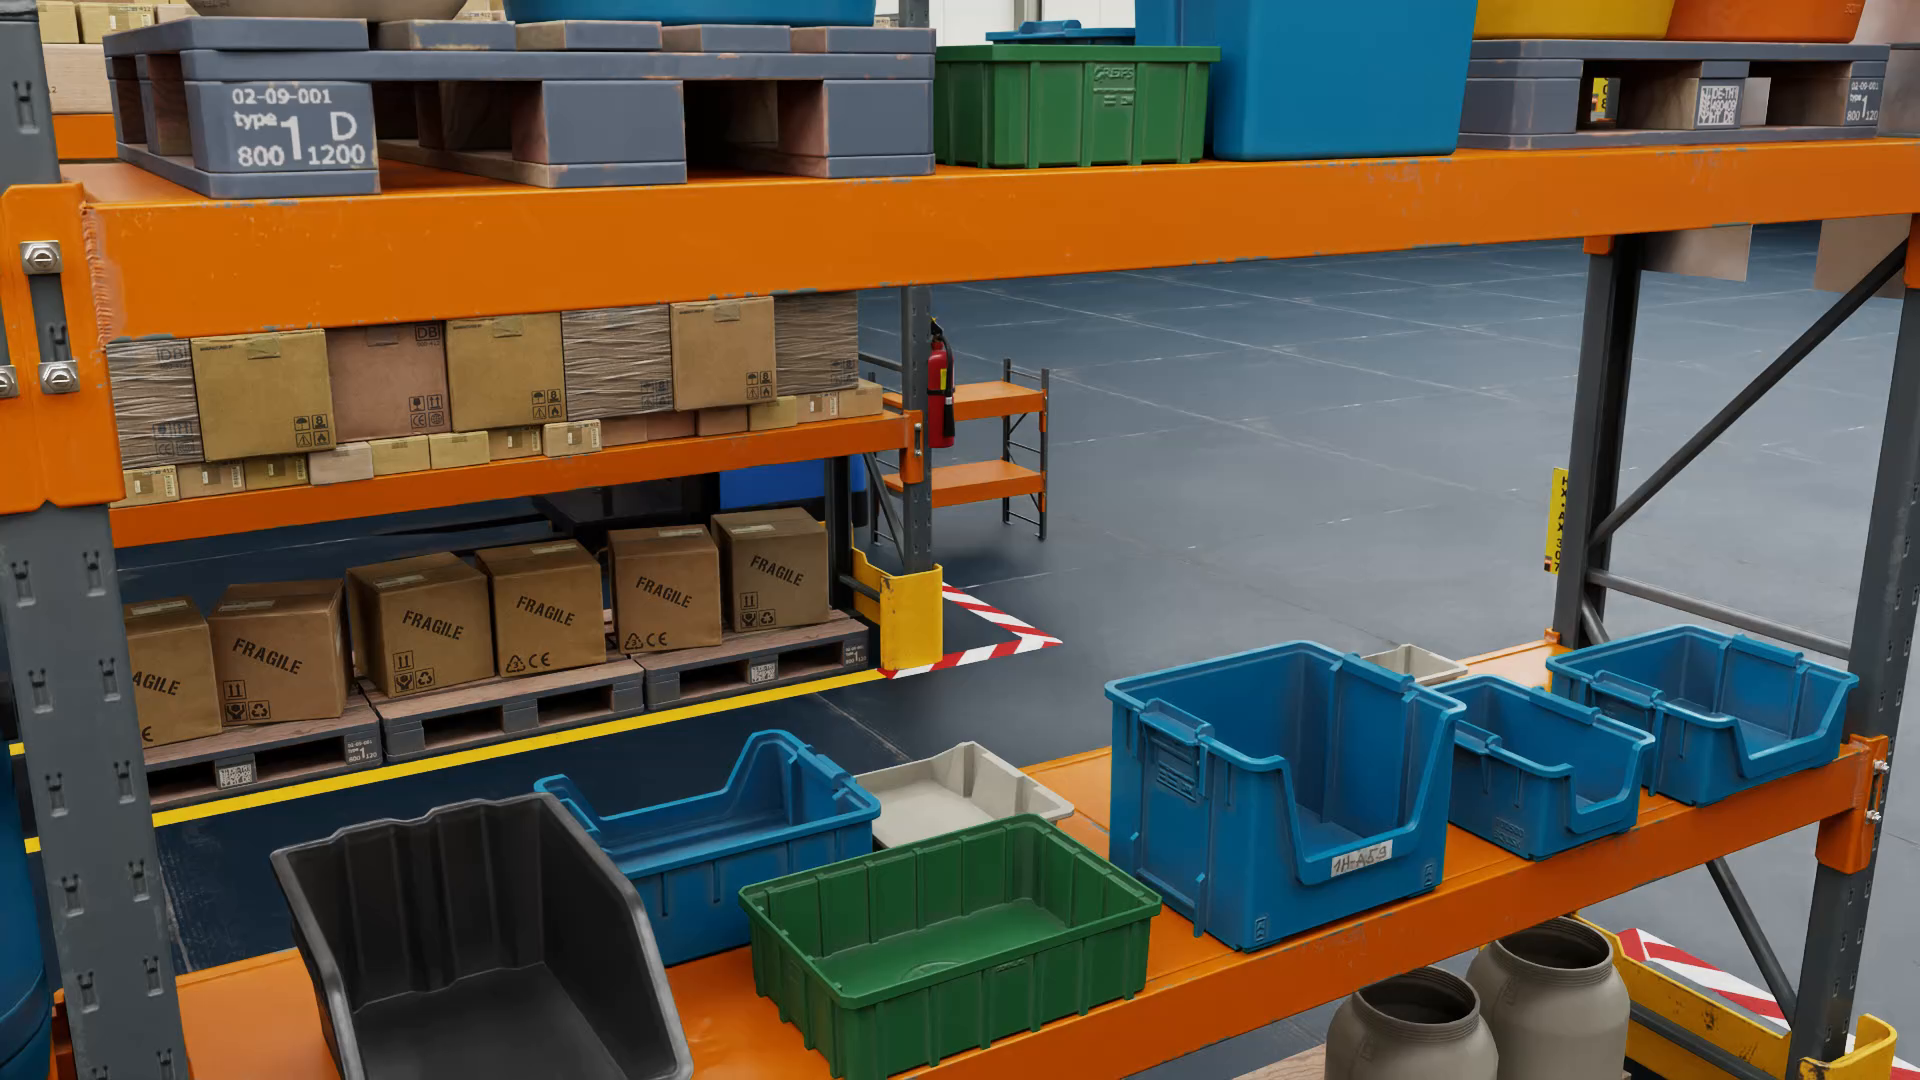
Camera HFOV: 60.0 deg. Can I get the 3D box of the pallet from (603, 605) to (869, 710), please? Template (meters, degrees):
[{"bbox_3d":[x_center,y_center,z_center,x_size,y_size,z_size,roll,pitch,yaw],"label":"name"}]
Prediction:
[{"bbox_3d":[-1.230,0.521,8.658,1.213,0.211,1.003,-9,18,-30],"label":"pallet"}]

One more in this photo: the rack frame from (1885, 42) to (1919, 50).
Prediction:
[{"bbox_3d":[2.101,-2.679,3.796,0.127,3.000,1.000,-9,18,-30],"label":"rack frame"}]

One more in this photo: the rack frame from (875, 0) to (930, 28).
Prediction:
[{"bbox_3d":[-0.450,-3.825,7.884,0.127,3.000,1.000,-9,18,-30],"label":"rack frame"}]

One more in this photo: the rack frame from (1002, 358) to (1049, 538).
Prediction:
[{"bbox_3d":[0.430,-0.611,11.007,0.032,1.125,0.500,-9,18,-30],"label":"rack frame"}]

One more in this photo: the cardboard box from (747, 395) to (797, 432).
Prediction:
[{"bbox_3d":[-0.990,-0.647,8.126,0.250,0.149,0.380,-9,18,-30],"label":"cardboard box"}]

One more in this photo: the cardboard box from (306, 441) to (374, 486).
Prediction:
[{"bbox_3d":[-2.674,-0.355,7.084,0.250,0.149,0.380,-9,18,-30],"label":"cardboard box"}]

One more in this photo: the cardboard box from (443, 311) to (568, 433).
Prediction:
[{"bbox_3d":[-2.188,-0.834,7.592,0.500,0.500,0.875,-9,18,-30],"label":"cardboard box"}]

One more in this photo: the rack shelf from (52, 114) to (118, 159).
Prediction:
[{"bbox_3d":[-2.164,-1.756,7.394,4.000,0.370,1.077,-9,18,-30],"label":"rack shelf"}]

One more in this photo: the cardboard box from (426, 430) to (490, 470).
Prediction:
[{"bbox_3d":[-2.261,-0.431,7.357,0.250,0.149,0.380,-9,18,-30],"label":"cardboard box"}]

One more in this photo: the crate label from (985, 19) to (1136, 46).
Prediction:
[{"bbox_3d":[0.326,-0.980,3.565,0.408,0.251,0.502,-9,18,-30],"label":"crate label"}]

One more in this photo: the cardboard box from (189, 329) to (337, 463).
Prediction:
[{"bbox_3d":[-3.015,-0.681,7.047,0.500,0.500,0.875,-9,18,-30],"label":"cardboard box"}]

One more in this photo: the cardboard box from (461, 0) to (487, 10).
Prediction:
[{"bbox_3d":[-3.623,-3.662,11.622,0.500,0.250,0.500,-9,18,-30],"label":"cardboard box"}]

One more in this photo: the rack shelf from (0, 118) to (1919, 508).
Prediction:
[{"bbox_3d":[0.386,-0.610,3.306,4.000,0.370,1.077,-9,18,-30],"label":"rack shelf"}]

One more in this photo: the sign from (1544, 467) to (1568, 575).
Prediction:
[{"bbox_3d":[1.821,-0.052,5.024,0.005,0.325,0.100,-9,18,-30],"label":"sign"}]

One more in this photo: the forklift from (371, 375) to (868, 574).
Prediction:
[{"bbox_3d":[-2.147,-1.364,10.344,3.031,2.935,1.130,-9,18,-28],"label":"forklift"}]

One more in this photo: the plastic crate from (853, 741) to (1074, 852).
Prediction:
[{"bbox_3d":[-0.067,0.608,3.672,0.437,0.136,0.530,-9,18,-30],"label":"plastic crate"}]

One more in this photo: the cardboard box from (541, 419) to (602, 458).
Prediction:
[{"bbox_3d":[-1.820,-0.495,7.585,0.250,0.149,0.380,-9,18,-30],"label":"cardboard box"}]

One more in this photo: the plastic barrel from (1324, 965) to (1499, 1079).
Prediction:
[{"bbox_3d":[1.146,1.384,4.246,0.421,0.512,0.421,0,16,0],"label":"plastic barrel"}]

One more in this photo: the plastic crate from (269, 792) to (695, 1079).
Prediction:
[{"bbox_3d":[-0.814,0.752,2.785,0.504,0.338,0.767,-9,18,-30],"label":"plastic crate"}]

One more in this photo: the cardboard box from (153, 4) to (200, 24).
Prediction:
[{"bbox_3d":[-3.004,-2.004,6.484,0.250,0.149,0.380,-9,18,-29],"label":"cardboard box"}]

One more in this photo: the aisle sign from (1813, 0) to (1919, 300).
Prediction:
[{"bbox_3d":[2.315,-0.984,4.045,0.004,0.787,0.394,-9,18,-30],"label":"aisle sign"}]

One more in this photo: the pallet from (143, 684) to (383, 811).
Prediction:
[{"bbox_3d":[-3.321,0.861,7.448,1.213,0.211,1.003,-9,18,-30],"label":"pallet"}]

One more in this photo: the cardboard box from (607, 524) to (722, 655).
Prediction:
[{"bbox_3d":[-1.489,0.239,8.354,0.500,0.500,0.500,-4,16,-15],"label":"cardboard box"}]

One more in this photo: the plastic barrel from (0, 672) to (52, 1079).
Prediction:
[{"bbox_3d":[-1.815,0.508,2.613,0.708,0.901,0.600,-9,18,-30],"label":"plastic barrel"}]

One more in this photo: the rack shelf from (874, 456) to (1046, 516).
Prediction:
[{"bbox_3d":[-0.006,-0.305,10.821,1.000,0.278,0.538,-9,18,-30],"label":"rack shelf"}]

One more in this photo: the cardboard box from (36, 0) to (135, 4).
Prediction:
[{"bbox_3d":[-3.624,-2.378,6.617,0.500,0.500,0.500,-10,18,-31],"label":"cardboard box"}]

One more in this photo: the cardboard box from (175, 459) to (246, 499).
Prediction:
[{"bbox_3d":[-3.119,-0.293,6.862,0.250,0.149,0.380,-9,18,-30],"label":"cardboard box"}]

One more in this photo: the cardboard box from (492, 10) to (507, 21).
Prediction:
[{"bbox_3d":[-1.905,-2.183,7.123,0.250,0.149,0.380,-10,19,-33],"label":"cardboard box"}]

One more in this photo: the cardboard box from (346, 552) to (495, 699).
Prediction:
[{"bbox_3d":[-2.537,0.389,7.819,0.500,0.500,0.500,-11,19,-35],"label":"cardboard box"}]

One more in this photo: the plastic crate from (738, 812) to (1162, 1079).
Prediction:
[{"bbox_3d":[-0.019,0.744,3.091,0.662,0.188,0.450,-9,18,-30],"label":"plastic crate"}]

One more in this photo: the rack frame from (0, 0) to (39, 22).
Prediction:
[{"bbox_3d":[-1.328,-2.123,1.812,0.127,3.000,1.000,-9,18,-30],"label":"rack frame"}]

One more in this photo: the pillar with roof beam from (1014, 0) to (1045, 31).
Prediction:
[{"bbox_3d":[3.329,-8.050,22.954,0.400,9.000,9.100,-9,18,-30],"label":"pillar with roof beam"}]

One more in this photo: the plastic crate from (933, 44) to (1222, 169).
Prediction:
[{"bbox_3d":[0.165,-0.733,2.803,0.450,0.188,0.336,-9,18,-30],"label":"plastic crate"}]

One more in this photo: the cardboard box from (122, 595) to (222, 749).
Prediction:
[{"bbox_3d":[-3.515,0.575,7.156,0.500,0.500,0.500,-10,18,-31],"label":"cardboard box"}]

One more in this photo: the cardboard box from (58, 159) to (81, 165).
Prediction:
[{"bbox_3d":[-6.013,-2.178,10.842,0.550,0.550,0.875,-9,18,-30],"label":"cardboard box"}]

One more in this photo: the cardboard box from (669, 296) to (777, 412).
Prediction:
[{"bbox_3d":[-1.303,-0.961,8.043,0.500,0.500,0.875,-9,18,-30],"label":"cardboard box"}]

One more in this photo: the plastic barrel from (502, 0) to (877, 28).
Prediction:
[{"bbox_3d":[-0.420,-1.236,2.498,0.708,0.901,0.600,-9,18,-30],"label":"plastic barrel"}]

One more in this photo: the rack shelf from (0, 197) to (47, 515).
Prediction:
[{"bbox_3d":[-3.042,-0.054,1.322,4.000,0.370,1.077,-9,18,-30],"label":"rack shelf"}]

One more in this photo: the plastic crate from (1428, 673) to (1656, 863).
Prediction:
[{"bbox_3d":[1.266,0.509,3.813,0.408,0.251,0.499,-9,18,-30],"label":"plastic crate"}]

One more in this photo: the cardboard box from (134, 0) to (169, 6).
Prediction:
[{"bbox_3d":[-5.352,-3.381,10.622,0.500,0.250,0.500,-9,18,-30],"label":"cardboard box"}]

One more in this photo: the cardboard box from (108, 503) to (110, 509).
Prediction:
[{"bbox_3d":[-3.540,-0.220,6.602,0.250,0.149,0.380,-9,18,-30],"label":"cardboard box"}]

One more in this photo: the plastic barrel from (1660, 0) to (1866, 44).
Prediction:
[{"bbox_3d":[1.750,-1.547,3.740,0.708,0.830,0.600,-9,18,-30],"label":"plastic barrel"}]

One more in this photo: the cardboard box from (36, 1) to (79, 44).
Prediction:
[{"bbox_3d":[-3.442,-1.918,6.178,0.250,0.149,0.380,-10,18,-31],"label":"cardboard box"}]

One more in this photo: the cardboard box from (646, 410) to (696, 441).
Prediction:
[{"bbox_3d":[-1.448,-0.591,7.925,0.250,0.149,0.380,-9,18,-30],"label":"cardboard box"}]

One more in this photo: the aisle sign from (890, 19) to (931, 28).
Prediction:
[{"bbox_3d":[-0.242,-2.127,8.126,0.004,0.787,0.394,-9,18,-30],"label":"aisle sign"}]

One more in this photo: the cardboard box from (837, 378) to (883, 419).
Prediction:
[{"bbox_3d":[-0.588,-0.728,8.416,0.250,0.149,0.380,-9,18,-30],"label":"cardboard box"}]

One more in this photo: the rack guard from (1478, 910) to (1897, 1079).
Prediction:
[{"bbox_3d":[2.060,1.434,4.866,0.348,0.500,1.175,-9,18,-30],"label":"rack guard"}]

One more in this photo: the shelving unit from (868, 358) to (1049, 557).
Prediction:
[{"bbox_3d":[-0.006,-0.541,10.755,1.048,1.125,0.538,-9,18,-30],"label":"shelving unit"}]

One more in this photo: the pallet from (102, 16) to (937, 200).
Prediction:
[{"bbox_3d":[-0.760,-0.711,2.681,1.003,0.211,1.213,-9,18,-30],"label":"pallet"}]
